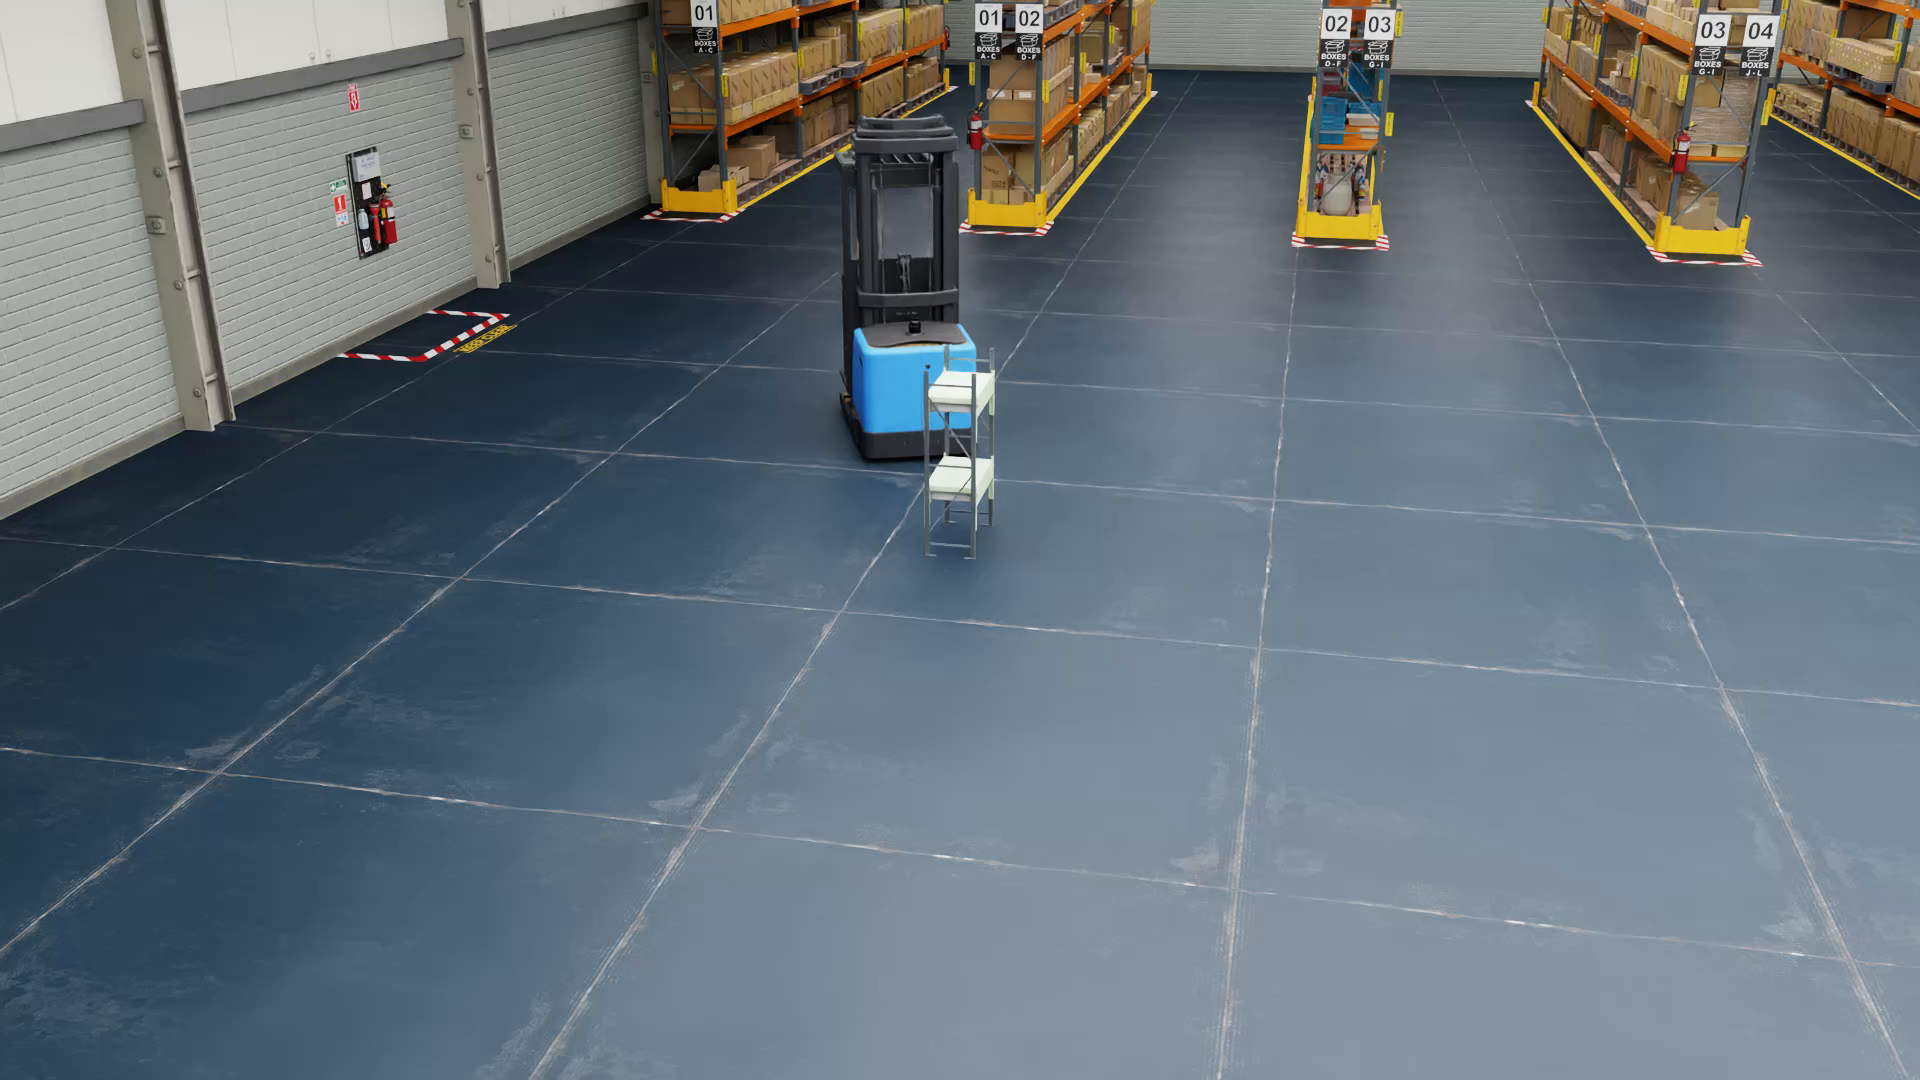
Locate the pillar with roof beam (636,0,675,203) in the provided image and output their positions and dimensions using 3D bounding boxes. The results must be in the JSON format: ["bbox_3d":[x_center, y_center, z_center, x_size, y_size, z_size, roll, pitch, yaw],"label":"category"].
[{"bbox_3d":[-0.622,-9.360,24.548,9.100,9.000,0.400,4,22,11],"label":"pillar with roof beam"}]

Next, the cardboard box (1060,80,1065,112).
[{"bbox_3d":[1.348,-7.360,27.479,0.700,0.500,0.500,4,22,10],"label":"cardboard box"}]

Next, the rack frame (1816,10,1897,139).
[{"bbox_3d":[17.698,-9.424,32.738,1.000,3.000,0.127,4,22,11],"label":"rack frame"}]

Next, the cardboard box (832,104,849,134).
[{"bbox_3d":[-2.596,-8.286,32.670,0.700,0.500,0.500,5,22,12],"label":"cardboard box"}]

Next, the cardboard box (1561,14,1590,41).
[{"bbox_3d":[12.802,-10.627,34.523,0.500,0.500,0.500,5,22,11],"label":"cardboard box"}]

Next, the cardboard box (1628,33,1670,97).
[{"bbox_3d":[11.530,-7.666,27.008,1.000,1.000,1.000,5,22,11],"label":"cardboard box"}]

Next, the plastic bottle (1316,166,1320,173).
[{"bbox_3d":[5.773,-5.933,27.028,0.144,0.351,0.185,4,22,9],"label":"plastic bottle"}]

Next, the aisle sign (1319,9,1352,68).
[{"bbox_3d":[5.261,-7.030,23.314,0.394,0.787,0.004,4,22,11],"label":"aisle sign"}]

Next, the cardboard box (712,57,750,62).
[{"bbox_3d":[-3.833,-7.807,27.893,0.500,0.500,0.500,5,22,12],"label":"cardboard box"}]

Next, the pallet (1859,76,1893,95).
[{"bbox_3d":[16.923,-8.141,29.808,1.213,0.211,1.003,4,22,11],"label":"pallet"}]

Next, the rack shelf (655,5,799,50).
[{"bbox_3d":[-3.724,-8.372,27.074,1.077,0.370,4.000,4,22,11],"label":"rack shelf"}]

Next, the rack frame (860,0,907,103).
[{"bbox_3d":[-1.684,-10.972,36.581,1.000,3.000,0.127,4,22,11],"label":"rack frame"}]

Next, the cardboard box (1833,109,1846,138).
[{"bbox_3d":[17.182,-8.015,32.025,0.500,0.500,0.500,5,23,13],"label":"cardboard box"}]

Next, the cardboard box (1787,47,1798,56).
[{"bbox_3d":[18.009,-10.486,35.712,0.380,0.149,0.250,4,22,9],"label":"cardboard box"}]

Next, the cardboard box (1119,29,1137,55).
[{"bbox_3d":[3.537,-10.807,36.039,0.500,0.500,0.500,5,22,12],"label":"cardboard box"}]

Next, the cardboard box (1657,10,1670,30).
[{"bbox_3d":[10.674,-7.715,24.680,0.500,0.250,0.500,4,22,9],"label":"cardboard box"}]

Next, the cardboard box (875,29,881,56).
[{"bbox_3d":[-1.932,-10.233,34.187,0.500,0.500,0.500,4,22,11],"label":"cardboard box"}]

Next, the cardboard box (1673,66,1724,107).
[{"bbox_3d":[10.285,-6.318,23.156,0.500,0.500,0.500,4,22,11],"label":"cardboard box"}]

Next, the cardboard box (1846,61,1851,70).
[{"bbox_3d":[16.907,-8.915,31.249,0.380,0.149,0.250,4,22,10],"label":"cardboard box"}]

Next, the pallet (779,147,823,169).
[{"bbox_3d":[-3.159,-7.037,30.544,1.003,0.211,1.213,4,22,11],"label":"pallet"}]

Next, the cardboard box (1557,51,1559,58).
[{"bbox_3d":[12.815,-10.235,35.089,0.380,0.149,0.250,5,22,12],"label":"cardboard box"}]

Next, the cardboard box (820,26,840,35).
[{"bbox_3d":[-2.541,-9.932,32.408,0.380,0.149,0.250,2,22,4],"label":"cardboard box"}]

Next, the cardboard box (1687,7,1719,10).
[{"bbox_3d":[10.483,-7.452,23.492,0.380,0.149,0.250,5,22,12],"label":"cardboard box"}]

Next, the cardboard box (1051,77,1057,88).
[{"bbox_3d":[1.323,-7.243,26.321,0.380,0.149,0.250,5,22,11],"label":"cardboard box"}]

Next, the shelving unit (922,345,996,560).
[{"bbox_3d":[-0.001,-0.693,13.067,0.431,1.500,0.755,4,22,11],"label":"shelving unit"}]

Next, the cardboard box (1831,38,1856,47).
[{"bbox_3d":[17.168,-9.669,32.324,0.380,0.149,0.250,6,23,14],"label":"cardboard box"}]

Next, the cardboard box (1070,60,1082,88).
[{"bbox_3d":[1.916,-8.371,29.991,0.500,0.500,0.500,4,22,11],"label":"cardboard box"}]

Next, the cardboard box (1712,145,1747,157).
[{"bbox_3d":[10.706,-5.420,23.132,0.380,0.149,0.250,4,22,11],"label":"cardboard box"}]

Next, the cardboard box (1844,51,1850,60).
[{"bbox_3d":[16.959,-9.148,31.428,0.380,0.149,0.250,5,23,13],"label":"cardboard box"}]

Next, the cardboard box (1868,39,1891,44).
[{"bbox_3d":[17.808,-9.616,32.193,0.380,0.149,0.250,5,23,13],"label":"cardboard box"}]

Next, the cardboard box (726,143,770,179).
[{"bbox_3d":[-3.588,-6.347,27.854,0.700,0.500,0.500,3,22,8],"label":"cardboard box"}]

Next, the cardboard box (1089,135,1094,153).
[{"bbox_3d":[2.172,-7.280,30.533,0.500,0.250,0.500,5,22,12],"label":"cardboard box"}]

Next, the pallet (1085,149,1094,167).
[{"bbox_3d":[1.893,-7.096,30.691,1.003,0.211,1.213,4,22,11],"label":"pallet"}]

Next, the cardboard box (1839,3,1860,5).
[{"bbox_3d":[18.359,-10.779,34.231,0.500,0.500,0.500,4,22,9],"label":"cardboard box"}]

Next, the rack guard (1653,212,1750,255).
[{"bbox_3d":[10.430,-4.319,23.407,1.175,0.500,0.348,4,22,11],"label":"rack guard"}]

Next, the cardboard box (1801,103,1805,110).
[{"bbox_3d":[17.786,-9.048,34.661,0.380,0.149,0.250,3,22,8],"label":"cardboard box"}]

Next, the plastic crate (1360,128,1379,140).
[{"bbox_3d":[6.064,-6.008,24.610,0.298,0.136,0.250,4,22,11],"label":"plastic crate"}]

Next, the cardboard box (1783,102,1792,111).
[{"bbox_3d":[17.918,-9.313,35.717,0.380,0.149,0.250,5,22,12],"label":"cardboard box"}]

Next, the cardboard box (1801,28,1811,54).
[{"bbox_3d":[17.858,-10.365,34.543,0.500,0.500,0.500,4,22,10],"label":"cardboard box"}]

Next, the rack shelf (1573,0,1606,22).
[{"bbox_3d":[12.455,-10.165,31.526,1.077,0.370,4.000,4,22,11],"label":"rack shelf"}]

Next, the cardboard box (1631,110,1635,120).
[{"bbox_3d":[10.893,-6.741,26.412,0.380,0.149,0.250,4,22,11],"label":"cardboard box"}]

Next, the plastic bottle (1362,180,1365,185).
[{"bbox_3d":[6.305,-5.493,26.023,0.061,0.283,0.133,5,22,12],"label":"plastic bottle"}]

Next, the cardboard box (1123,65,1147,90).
[{"bbox_3d":[4.113,-10.885,39.123,0.500,0.500,0.500,4,22,11],"label":"cardboard box"}]

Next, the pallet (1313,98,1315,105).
[{"bbox_3d":[8.373,-9.642,37.013,1.003,0.211,1.213,4,22,11],"label":"pallet"}]

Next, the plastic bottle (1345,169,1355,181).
[{"bbox_3d":[6.344,-5.906,27.059,0.152,0.276,0.135,4,22,11],"label":"plastic bottle"}]

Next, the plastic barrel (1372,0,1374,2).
[{"bbox_3d":[7.167,-9.598,29.340,0.301,0.262,0.301,0,22,0],"label":"plastic barrel"}]

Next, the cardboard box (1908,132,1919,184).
[{"bbox_3d":[16.305,-6.236,27.271,1.050,0.750,0.750,4,22,11],"label":"cardboard box"}]

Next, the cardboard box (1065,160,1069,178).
[{"bbox_3d":[1.542,-6.221,27.903,0.500,0.250,0.500,4,22,11],"label":"cardboard box"}]

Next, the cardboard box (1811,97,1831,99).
[{"bbox_3d":[17.703,-8.999,34.141,0.380,0.149,0.250,5,23,13],"label":"cardboard box"}]

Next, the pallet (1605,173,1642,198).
[{"bbox_3d":[11.388,-5.904,27.732,1.003,0.211,1.213,4,22,11],"label":"pallet"}]

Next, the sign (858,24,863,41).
[{"bbox_3d":[-1.967,-9.971,32.653,0.100,0.325,0.005,4,22,11],"label":"sign"}]

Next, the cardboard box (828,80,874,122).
[{"bbox_3d":[-2.222,-8.965,33.915,0.750,0.750,0.750,4,22,10],"label":"cardboard box"}]

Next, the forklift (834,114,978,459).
[{"bbox_3d":[-0.594,-2.609,15.909,1.130,2.935,3.031,-4,22,-9],"label":"forklift"}]

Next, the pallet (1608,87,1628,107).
[{"bbox_3d":[11.683,-7.560,28.366,1.003,0.211,1.213,4,22,11],"label":"pallet"}]

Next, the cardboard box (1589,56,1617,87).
[{"bbox_3d":[11.905,-8.622,30.612,0.500,0.500,0.500,5,23,13],"label":"cardboard box"}]
